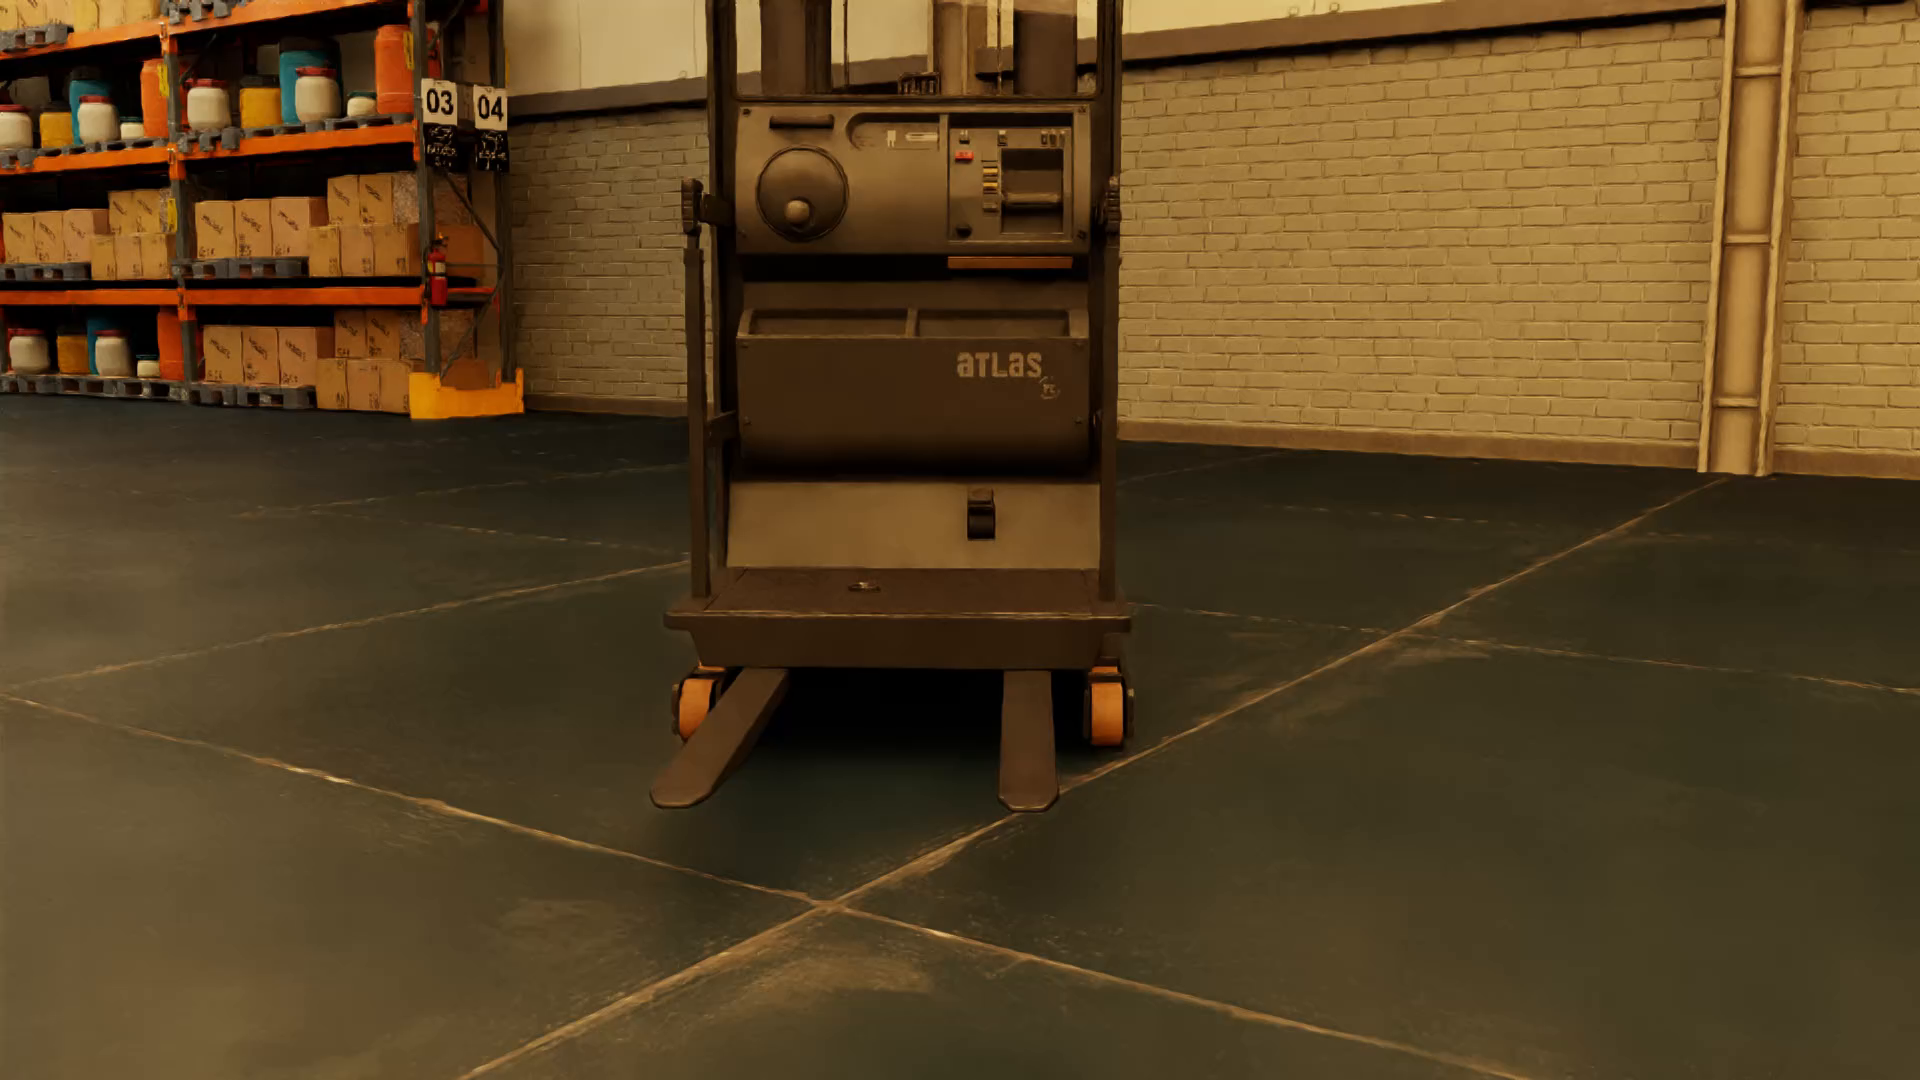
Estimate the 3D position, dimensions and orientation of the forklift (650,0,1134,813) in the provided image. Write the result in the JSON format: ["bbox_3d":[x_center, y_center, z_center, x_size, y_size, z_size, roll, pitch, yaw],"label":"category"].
[{"bbox_3d":[-0.129,-0.990,4.153,1.130,2.935,3.031,0,8,2],"label":"forklift"}]
